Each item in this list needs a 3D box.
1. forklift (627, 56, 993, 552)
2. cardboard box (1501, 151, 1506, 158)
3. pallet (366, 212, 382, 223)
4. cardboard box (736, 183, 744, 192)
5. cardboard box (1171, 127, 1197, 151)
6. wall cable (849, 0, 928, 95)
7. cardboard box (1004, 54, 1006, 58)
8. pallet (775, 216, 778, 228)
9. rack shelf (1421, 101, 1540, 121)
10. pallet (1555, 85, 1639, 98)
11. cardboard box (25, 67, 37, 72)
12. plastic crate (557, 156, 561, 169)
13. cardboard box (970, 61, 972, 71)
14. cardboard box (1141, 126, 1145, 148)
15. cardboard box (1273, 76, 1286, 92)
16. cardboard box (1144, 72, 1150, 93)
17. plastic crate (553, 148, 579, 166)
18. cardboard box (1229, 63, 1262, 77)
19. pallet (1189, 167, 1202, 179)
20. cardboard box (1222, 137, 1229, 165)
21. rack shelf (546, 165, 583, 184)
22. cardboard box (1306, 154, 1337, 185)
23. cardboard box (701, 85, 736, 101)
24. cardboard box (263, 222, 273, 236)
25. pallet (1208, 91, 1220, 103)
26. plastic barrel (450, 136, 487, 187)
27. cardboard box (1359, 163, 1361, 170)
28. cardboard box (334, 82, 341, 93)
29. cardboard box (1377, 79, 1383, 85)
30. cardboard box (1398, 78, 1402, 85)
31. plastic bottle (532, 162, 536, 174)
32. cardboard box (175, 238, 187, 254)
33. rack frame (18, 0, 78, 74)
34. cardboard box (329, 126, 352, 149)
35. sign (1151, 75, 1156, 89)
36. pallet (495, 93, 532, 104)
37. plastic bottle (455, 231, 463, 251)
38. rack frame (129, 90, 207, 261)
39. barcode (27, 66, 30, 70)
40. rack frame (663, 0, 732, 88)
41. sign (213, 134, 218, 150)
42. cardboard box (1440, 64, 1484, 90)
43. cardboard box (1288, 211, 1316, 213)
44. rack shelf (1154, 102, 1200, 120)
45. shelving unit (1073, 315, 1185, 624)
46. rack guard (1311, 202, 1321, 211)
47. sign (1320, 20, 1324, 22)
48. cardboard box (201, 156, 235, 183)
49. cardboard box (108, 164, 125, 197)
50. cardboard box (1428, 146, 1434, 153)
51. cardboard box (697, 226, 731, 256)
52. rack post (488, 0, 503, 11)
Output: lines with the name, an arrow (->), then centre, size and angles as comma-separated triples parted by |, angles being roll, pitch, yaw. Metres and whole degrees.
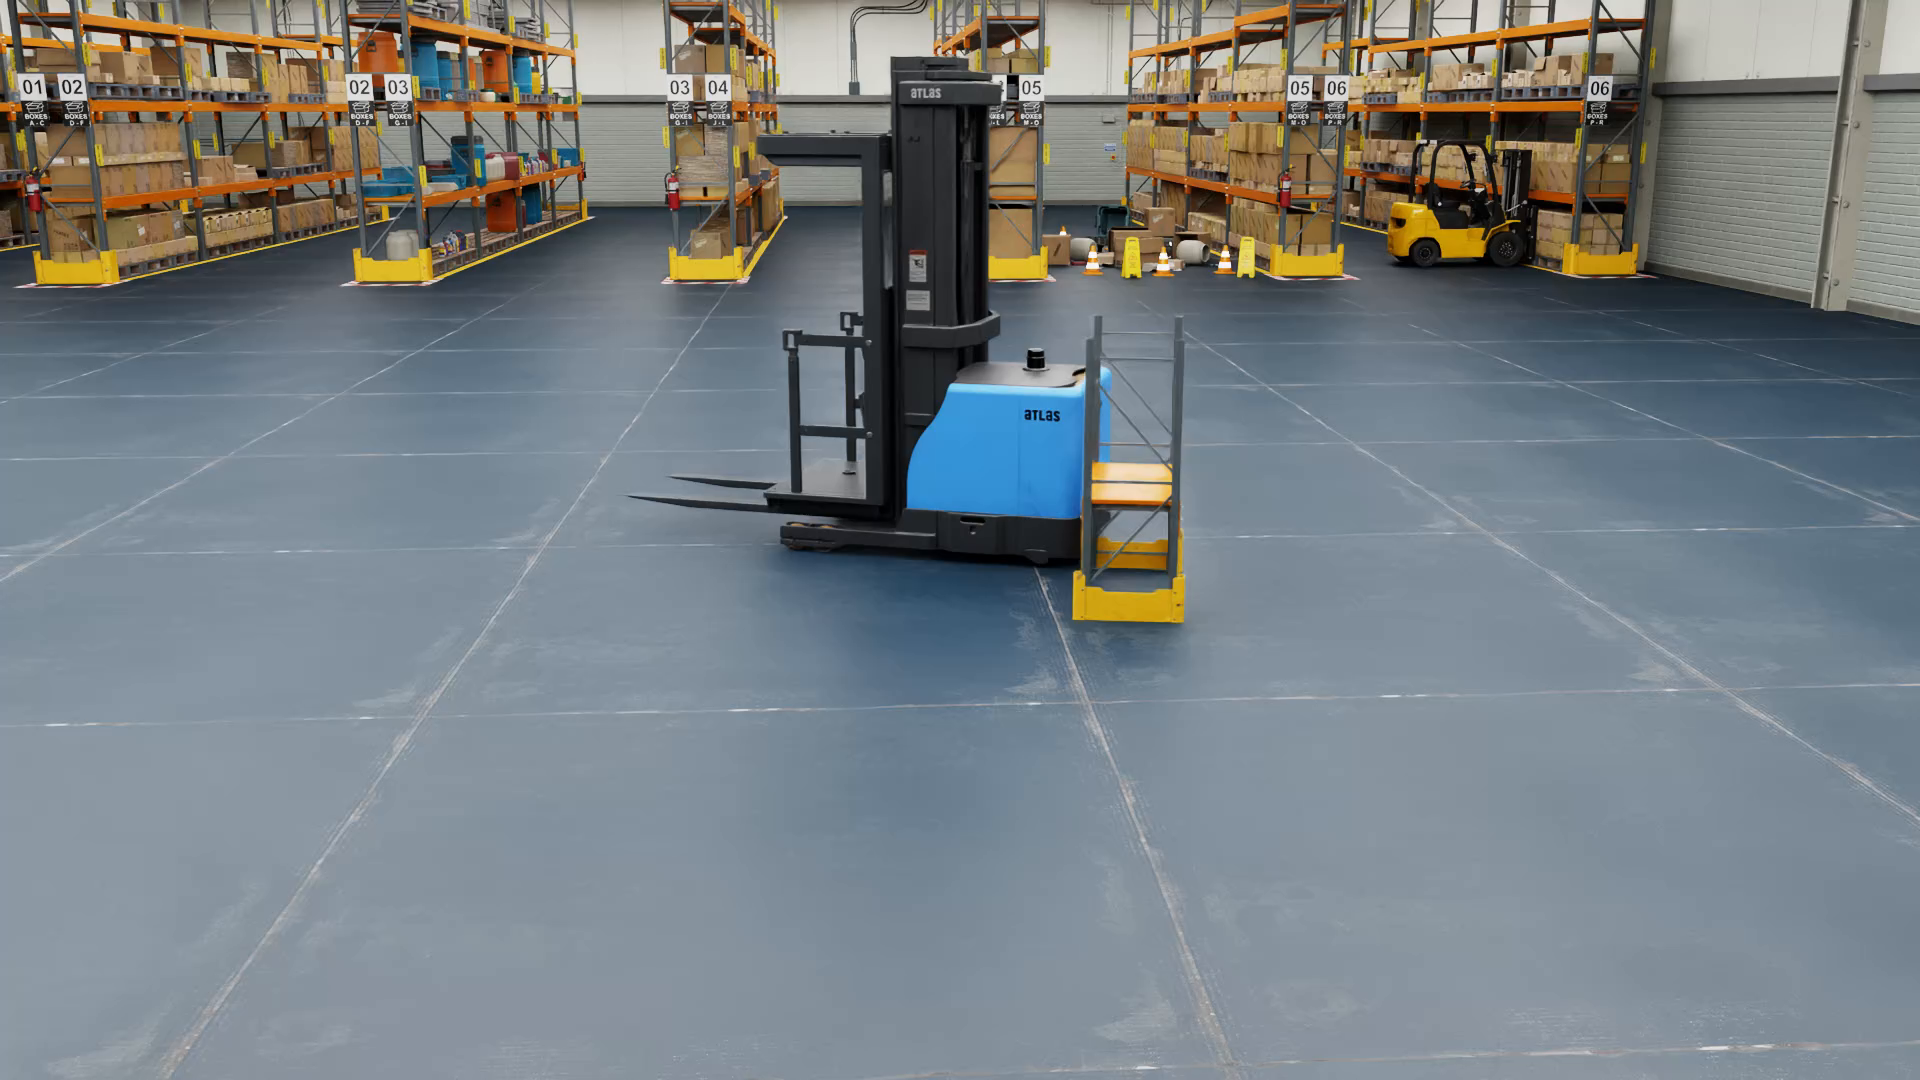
forklift -> -0.608, -1.465, 10.338 | 3.031, 2.935, 1.121 | 4, 15, 16
cardboard box -> 10.251, -7.143, 30.764 | 0.380, 0.149, 0.250 | -1, 14, -2
pallet -> -14.945, -7.962, 41.048 | 1.003, 0.211, 1.213 | -1, 14, -3
cardboard box -> -3.897, -6.030, 28.446 | 0.380, 0.149, 0.250 | -1, 14, -3
cardboard box -> 4.917, -8.753, 36.320 | 0.500, 0.500, 0.500 | -1, 14, -3
wall cable -> -2.022, -15.604, 46.659 | 2.277, 5.999, 0.120 | -1, 14, -3
cardboard box -> 0.974, -8.444, 29.166 | 0.380, 0.149, 0.250 | -1, 14, -2
pallet -> -4.833, -7.527, 39.356 | 1.003, 0.211, 1.213 | -1, 14, -3
rack shelf -> 10.352, -8.529, 33.081 | 1.077, 0.370, 4.000 | -1, 14, -3
pallet -> 10.706, -7.519, 27.888 | 1.003, 0.211, 1.213 | -1, 14, -3
cardboard box -> -19.642, -9.565, 34.579 | 0.700, 0.500, 0.500 | 0, 14, -1
plastic crate -> -9.719, -8.965, 39.466 | 0.437, 0.282, 0.530 | -1, 14, -3
cardboard box -> 0.435, -8.022, 28.325 | 0.500, 0.250, 0.500 | -1, 14, -3
cardboard box -> 4.657, -9.738, 40.148 | 0.500, 0.500, 0.500 | -1, 14, -3
cardboard box -> 5.469, -7.503, 27.350 | 0.500, 0.250, 0.500 | -1, 14, -4
cardboard box -> 4.754, -11.084, 40.321 | 0.500, 0.500, 0.500 | -1, 14, -2
plastic crate -> -9.849, -9.571, 41.513 | 0.616, 0.435, 0.499 | -1, 14, -3
cardboard box -> 5.359, -8.818, 31.213 | 0.500, 0.250, 0.500 | -1, 14, -2
pallet -> 5.425, -7.576, 34.338 | 1.213, 0.211, 1.003 | -1, 14, -3
cardboard box -> 5.265, -7.357, 31.461 | 0.500, 0.500, 0.500 | -1, 14, -4
rack shelf -> -9.932, -8.759, 39.994 | 1.077, 0.370, 4.000 | -1, 14, -3
cardboard box -> 6.017, -6.170, 27.689 | 0.500, 0.500, 0.500 | -1, 14, -4
cardboard box -> -3.893, -7.206, 26.795 | 0.500, 0.250, 0.500 | 0, 14, -2
cardboard box -> -14.228, -6.285, 33.608 | 0.500, 0.250, 0.500 | -1, 14, -2
pallet -> 5.523, -8.625, 32.385 | 1.213, 0.211, 1.003 | -1, 14, -3
plastic barrel -> -9.034, -6.964, 30.568 | 0.600, 0.901, 0.708 | -1, 14, -3
cardboard box -> 9.709, -8.871, 39.489 | 0.380, 0.149, 0.250 | -1, 14, -3
cardboard box -> -14.567, -10.406, 38.228 | 0.500, 0.250, 0.500 | -1, 14, -3
cardboard box -> 9.664, -10.370, 37.657 | 0.380, 0.149, 0.250 | -1, 14, -4
cardboard box -> 9.831, -10.043, 36.425 | 0.380, 0.149, 0.250 | -1, 14, -3
plastic bottle -> -9.384, -8.150, 36.430 | 0.152, 0.276, 0.135 | -1, 14, -3
cardboard box -> -13.988, -5.180, 29.316 | 0.500, 0.250, 0.500 | -1, 14, -3
rack frame -> -14.012, -8.456, 25.331 | 0.949, 2.616, 0.053 | -1, 14, -3
cardboard box -> -14.564, -9.445, 39.009 | 0.500, 0.500, 0.500 | -1, 14, -5
sign -> 4.473, -10.572, 38.380 | 0.100, 0.325, 0.005 | -1, 14, -3
pallet -> -9.510, -9.168, 34.500 | 1.003, 0.211, 1.213 | -1, 14, -3
plastic bottle -> -8.973, -5.347, 29.723 | 0.144, 0.351, 0.185 | -2, 15, -6
rack frame -> -14.256, -6.545, 29.945 | 1.000, 3.000, 0.127 | -1, 14, -3
barcode -> -14.509, -7.352, 25.895 | 0.001, 0.075, 0.075 | -1, 14, -3
rack frame -> -4.121, -8.608, 25.922 | 1.000, 3.000, 0.127 | -1, 14, -3
sign -> -15.045, -8.052, 33.635 | 0.100, 0.325, 0.005 | -1, 14, -3
cardboard box -> 10.161, -9.368, 33.651 | 0.700, 0.500, 0.500 | -1, 14, -5
cardboard box -> 5.957, -5.431, 28.785 | 0.500, 0.500, 0.500 | -1, 14, -6
rack shelf -> 0.123, -9.856, 38.238 | 10.908, 0.370, 7.904 | -1, 14, -3
shelving unit -> 0.957, -0.425, 9.169 | 0.587, 1.500, 1.083 | 2, 15, 7
rack guard -> 9.737, -8.683, 43.269 | 1.175, 0.500, 0.348 | -1, 14, -3
sign -> 9.191, -13.300, 42.125 | 0.100, 0.325, 0.005 | -1, 14, -3
cardboard box -> -14.384, -7.171, 32.178 | 0.500, 0.500, 0.500 | -2, 15, -6
cardboard box -> -14.062, -5.846, 27.025 | 0.700, 0.500, 0.500 | -1, 14, -2
cardboard box -> 9.972, -8.135, 34.621 | 0.380, 0.149, 0.250 | -1, 14, -2
cardboard box -> -4.234, -5.155, 28.715 | 0.500, 0.500, 0.500 | 0, 14, 2
rack post -> -9.706, -10.963, 34.040 | 0.624, 0.289, 0.986 | -1, 14, -3
